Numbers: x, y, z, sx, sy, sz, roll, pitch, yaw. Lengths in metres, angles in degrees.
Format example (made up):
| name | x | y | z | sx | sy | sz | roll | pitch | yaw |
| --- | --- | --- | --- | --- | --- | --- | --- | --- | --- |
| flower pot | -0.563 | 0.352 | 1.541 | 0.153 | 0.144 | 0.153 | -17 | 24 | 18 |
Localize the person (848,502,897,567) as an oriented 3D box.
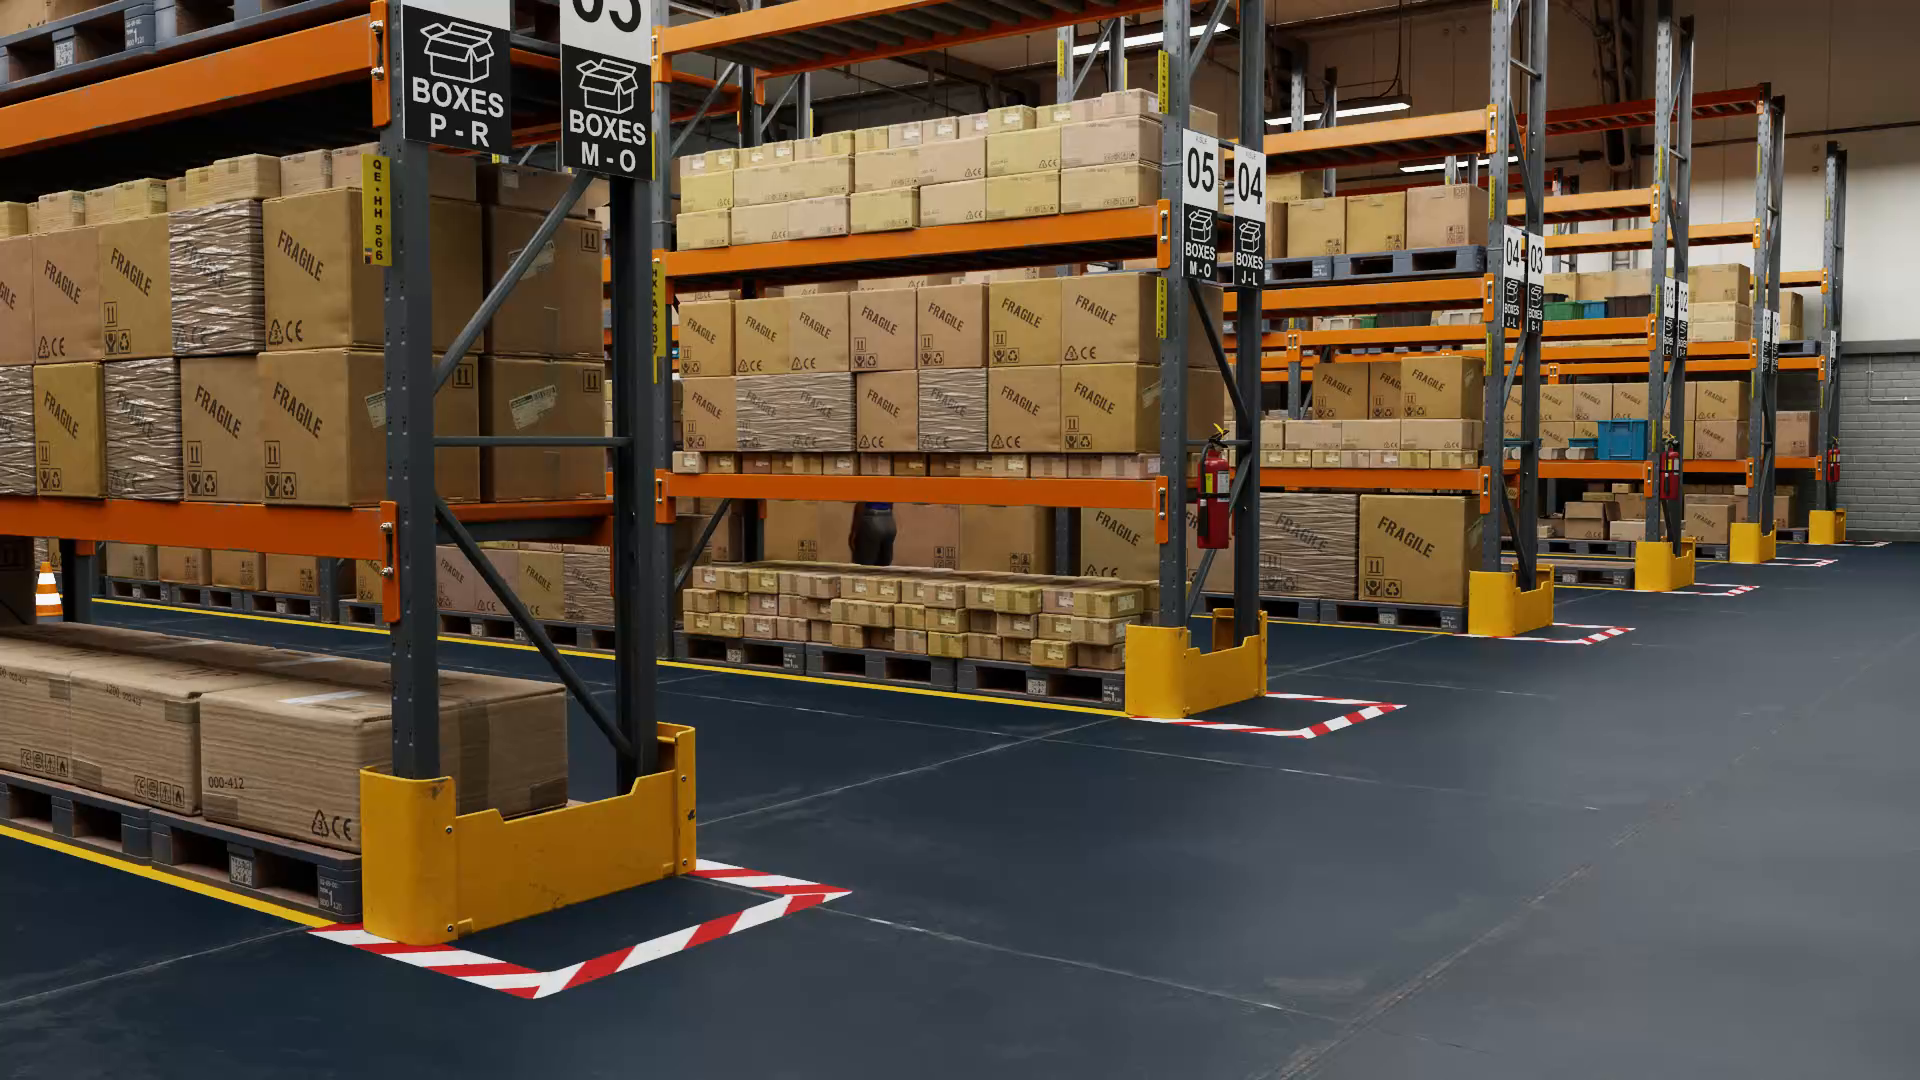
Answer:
| name | x | y | z | sx | sy | sz | roll | pitch | yaw |
| --- | --- | --- | --- | --- | --- | --- | --- | --- | --- |
| person | -0.689 | -0.073 | 12.962 | 0.347 | 1.655 | 0.533 | 2 | 4 | 31 |
